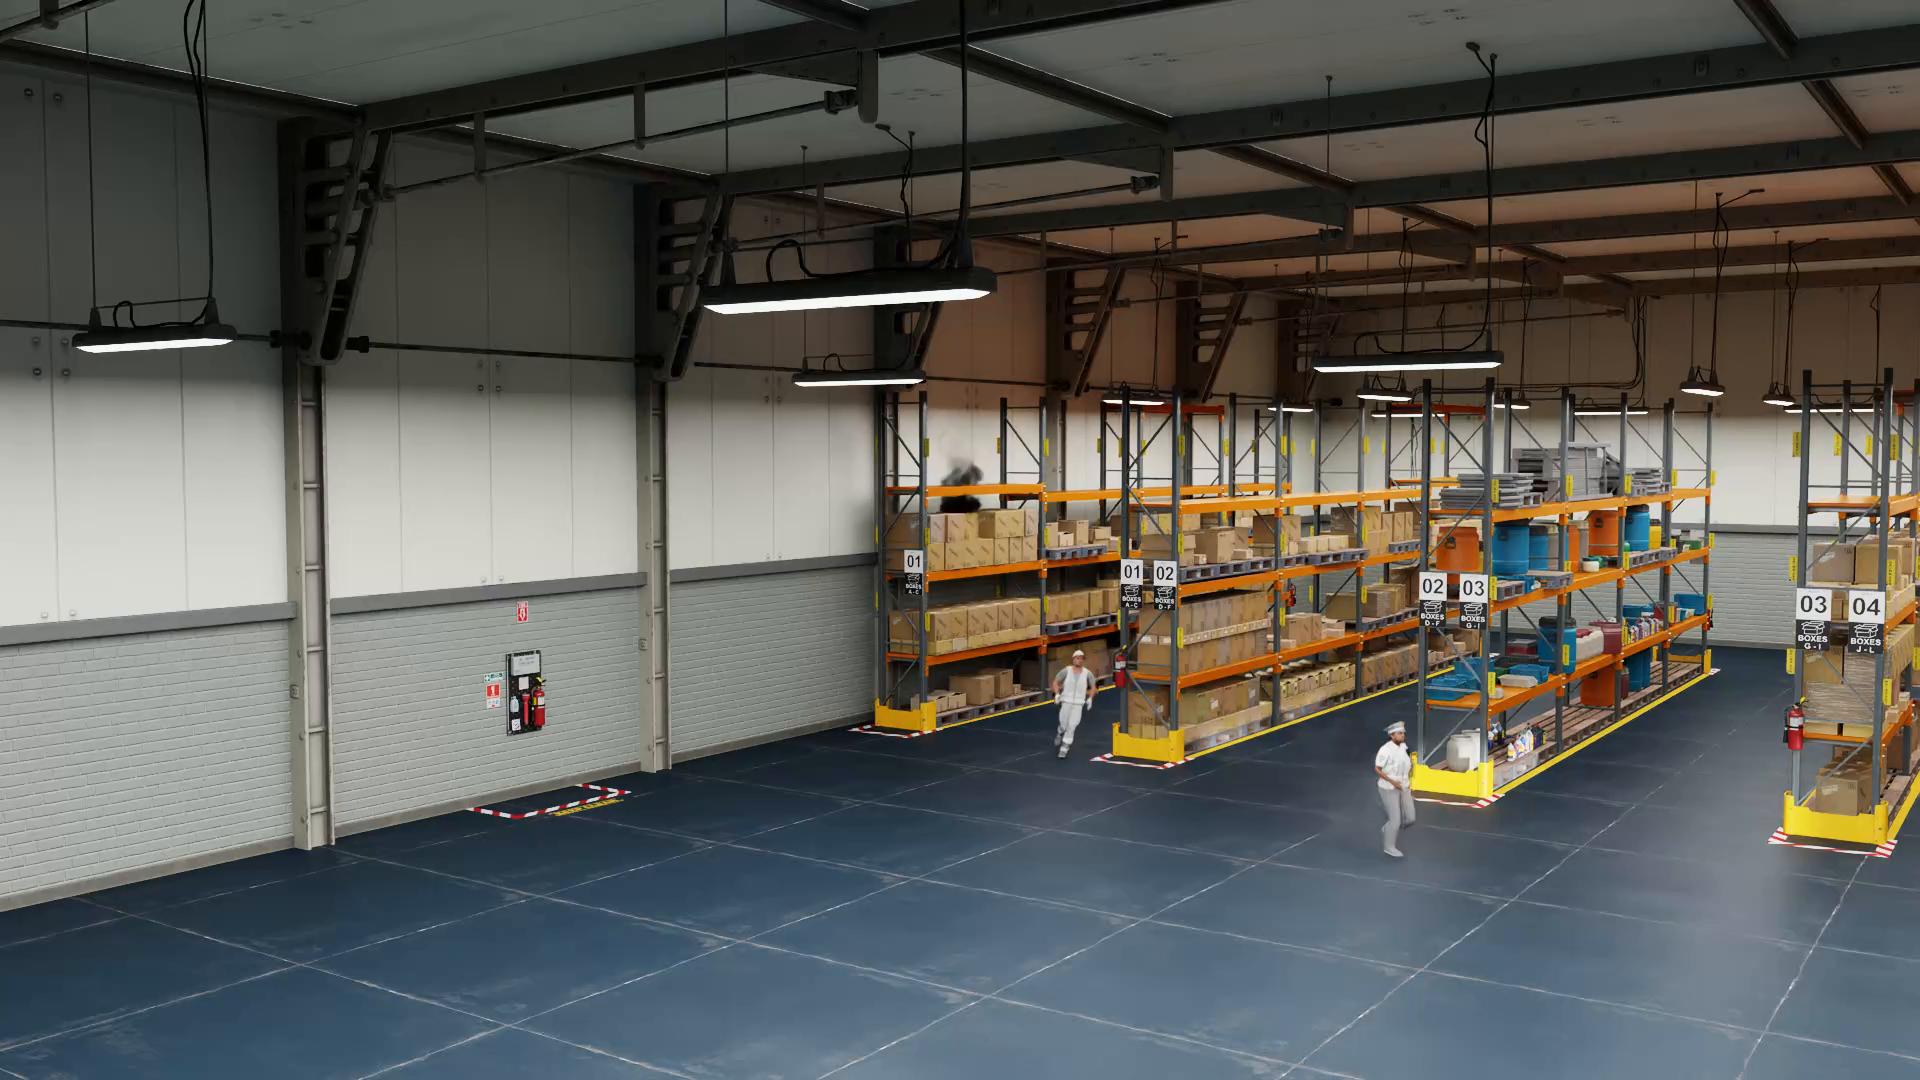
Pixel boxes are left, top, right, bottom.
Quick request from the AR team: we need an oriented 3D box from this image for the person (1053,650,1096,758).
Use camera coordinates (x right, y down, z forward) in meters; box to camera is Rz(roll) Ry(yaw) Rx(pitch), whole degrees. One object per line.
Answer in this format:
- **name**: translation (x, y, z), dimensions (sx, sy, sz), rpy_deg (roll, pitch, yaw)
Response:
- **person**: translation (1.862, 2.647, 26.958), dimensions (0.703, 1.715, 0.686), rpy_deg (0, 3, 1)

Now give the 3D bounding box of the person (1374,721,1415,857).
- **person**: translation (5.327, 3.040, 20.383), dimensions (0.593, 1.661, 0.554), rpy_deg (-2, 4, -31)
